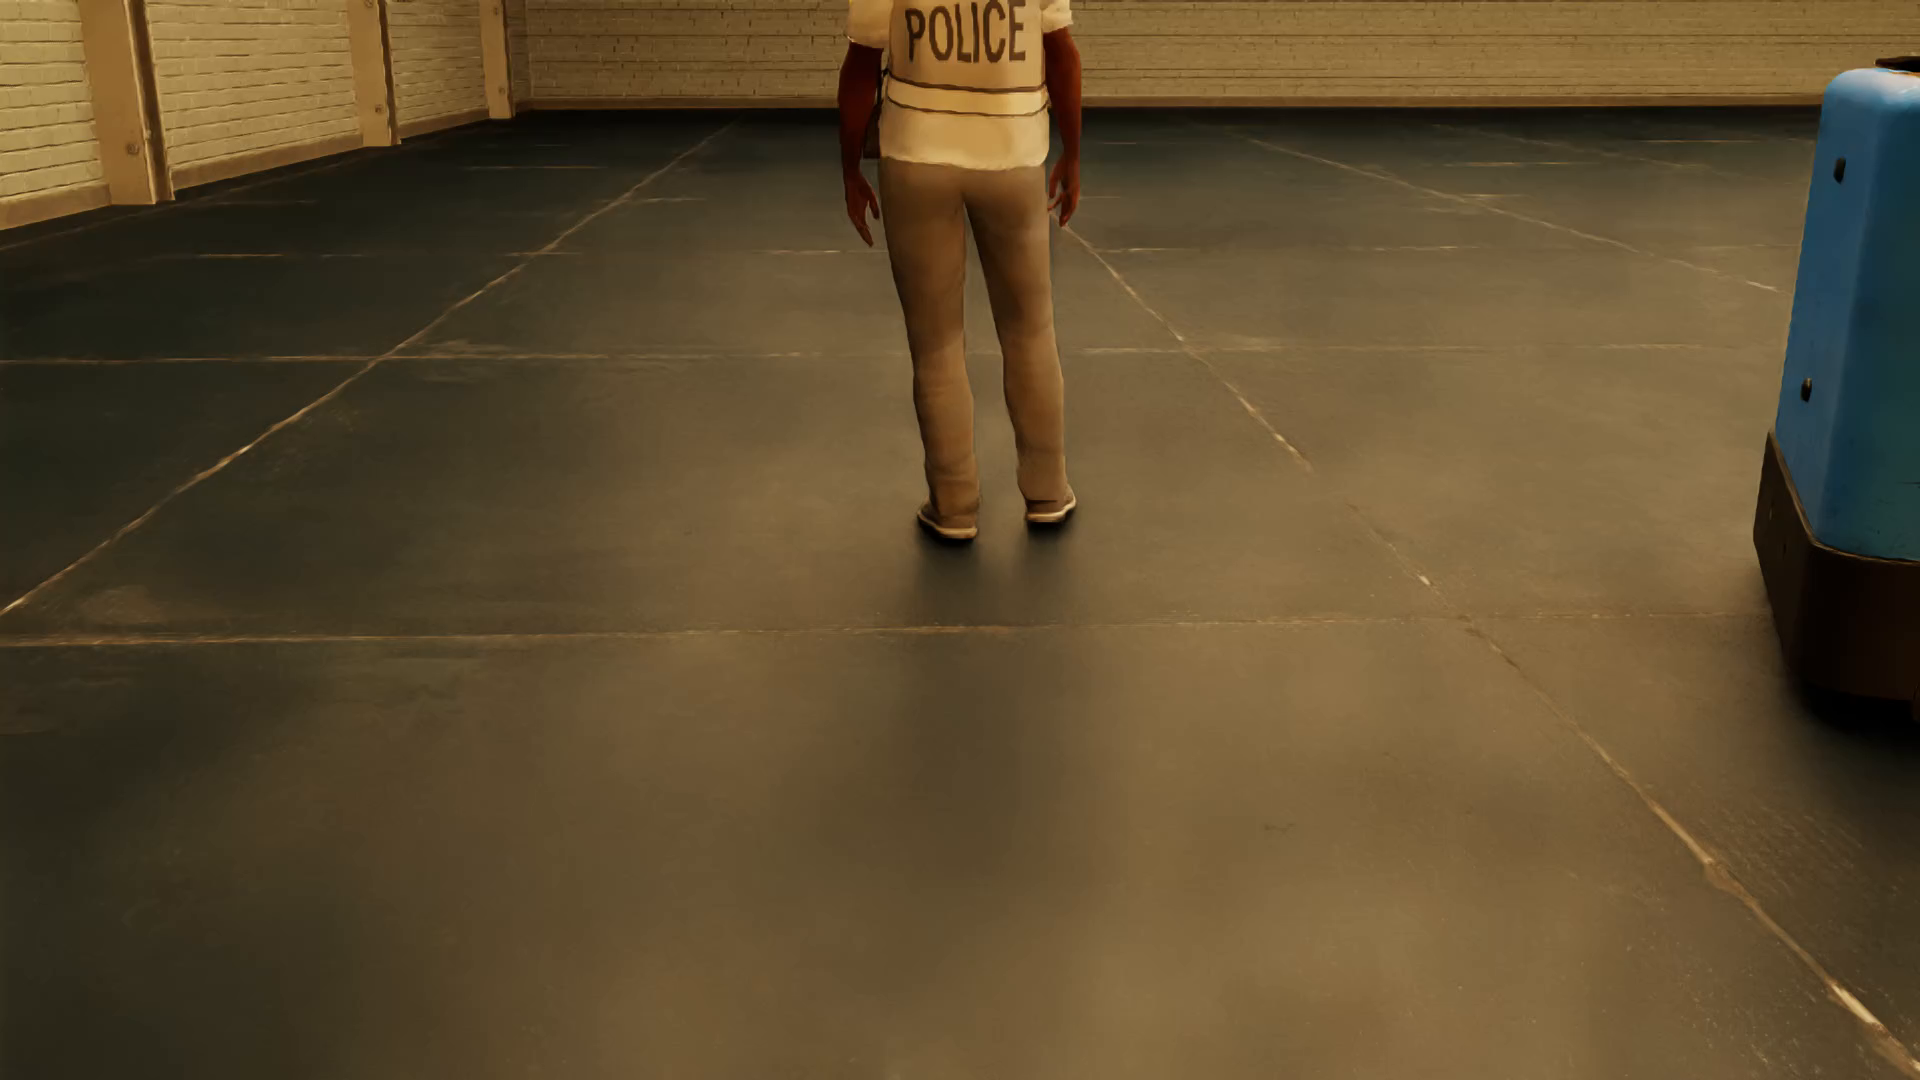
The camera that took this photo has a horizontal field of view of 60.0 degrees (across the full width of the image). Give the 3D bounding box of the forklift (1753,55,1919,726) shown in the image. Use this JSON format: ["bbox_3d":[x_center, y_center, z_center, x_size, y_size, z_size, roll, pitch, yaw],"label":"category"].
[{"bbox_3d":[3.027,-1.066,2.394,3.031,2.935,1.130,6,18,20],"label":"forklift"}]

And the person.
[{"bbox_3d":[0.016,-0.840,3.740,0.570,1.695,0.529,-1,17,-3],"label":"person"}]
